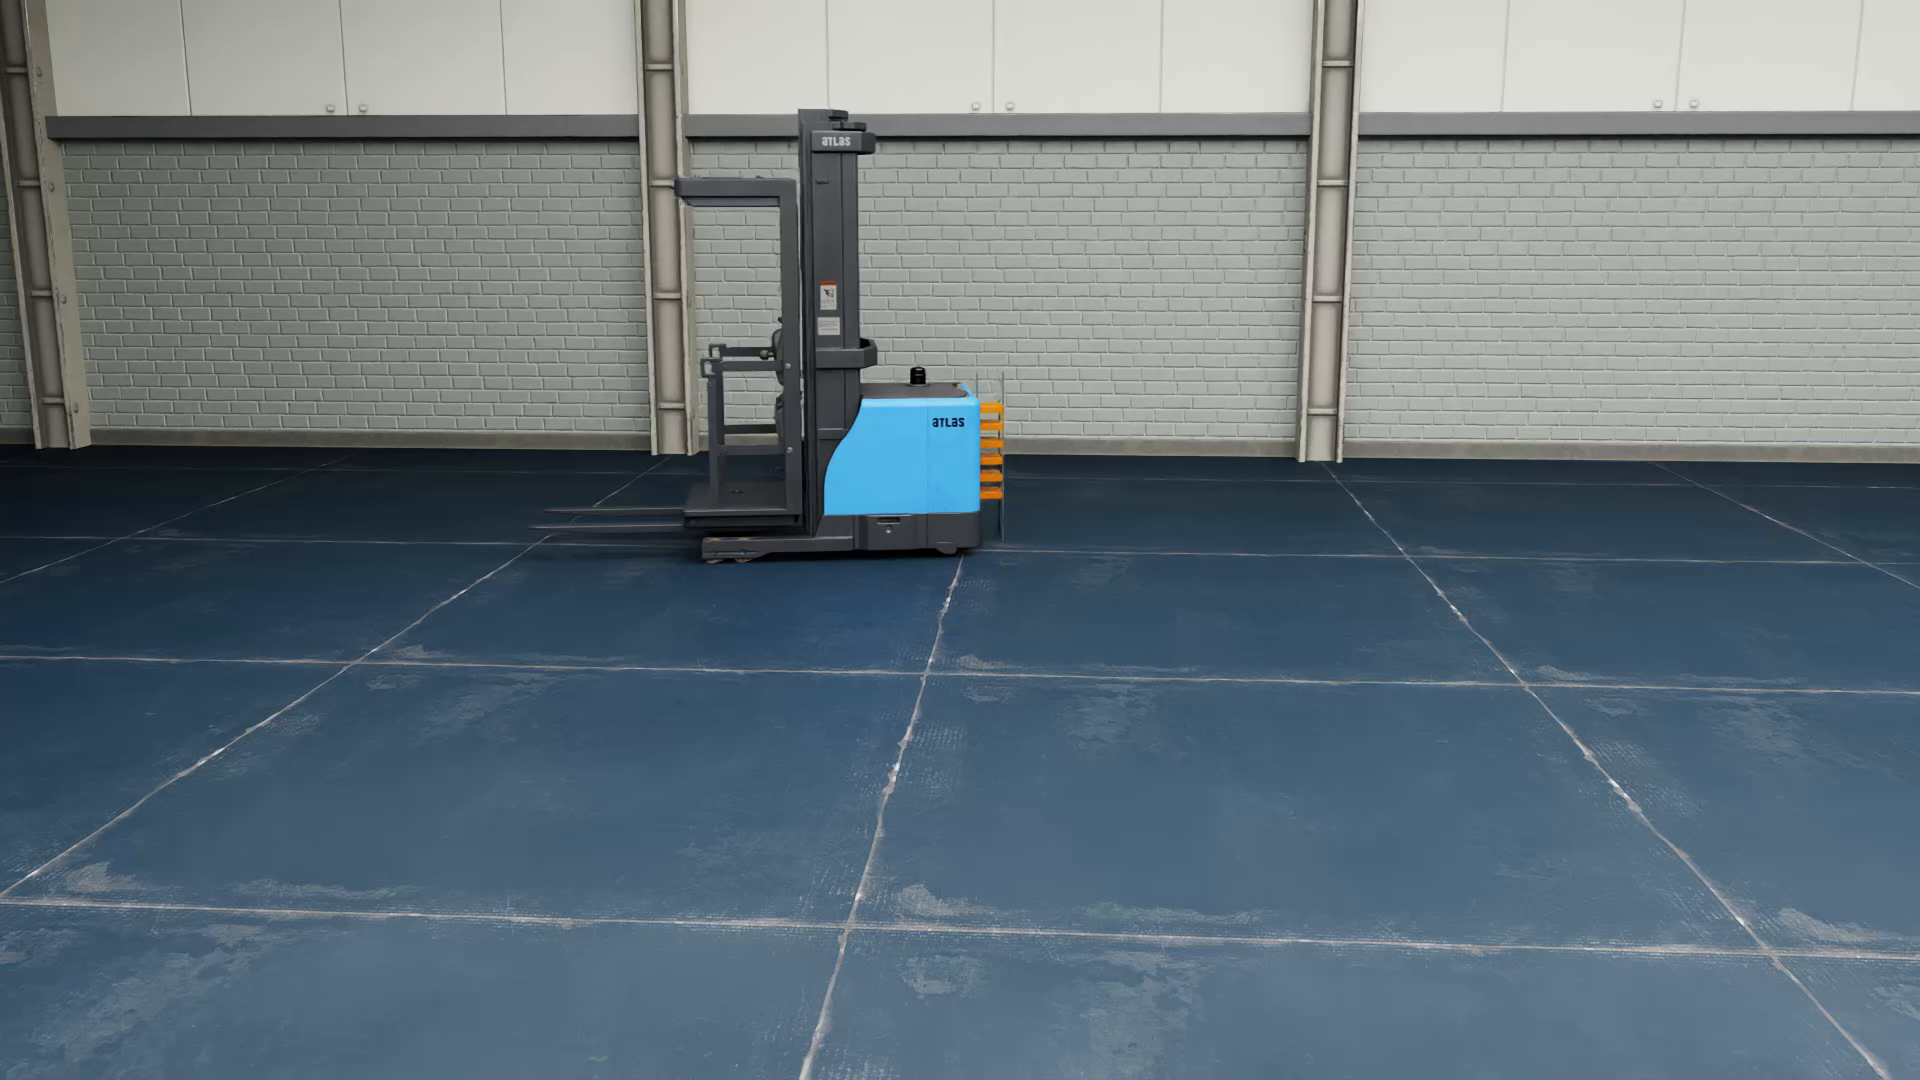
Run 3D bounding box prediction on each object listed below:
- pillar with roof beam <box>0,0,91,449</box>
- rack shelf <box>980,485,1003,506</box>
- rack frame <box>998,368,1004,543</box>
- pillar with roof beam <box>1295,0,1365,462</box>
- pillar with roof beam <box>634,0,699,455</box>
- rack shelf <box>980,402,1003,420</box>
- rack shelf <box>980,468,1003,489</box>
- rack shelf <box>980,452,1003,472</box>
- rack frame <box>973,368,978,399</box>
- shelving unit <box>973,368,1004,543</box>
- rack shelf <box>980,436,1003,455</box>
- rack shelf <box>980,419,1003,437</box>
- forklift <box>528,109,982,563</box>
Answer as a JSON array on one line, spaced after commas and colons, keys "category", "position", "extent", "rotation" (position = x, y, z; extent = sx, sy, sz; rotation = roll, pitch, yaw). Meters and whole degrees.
[{"category": "pillar with roof beam", "position": [-8.960, -4.432, 10.976], "extent": [0.400, 9.000, 9.100], "rotation": [1, 12, 4]}, {"category": "rack shelf", "position": [0.198, -0.314, 11.727], "extent": [0.180, 0.103, 0.258], "rotation": [-1, 12, -5]}, {"category": "rack frame", "position": [0.289, -0.594, 11.678], "extent": [0.006, 1.200, 0.240], "rotation": [-1, 12, -5]}, {"category": "pillar with roof beam", "position": [3.013, -4.268, 10.191], "extent": [0.400, 9.000, 9.100], "rotation": [1, 12, 4]}, {"category": "pillar with roof beam", "position": [-2.974, -4.350, 10.584], "extent": [0.400, 9.000, 9.100], "rotation": [1, 12, 4]}, {"category": "rack shelf", "position": [0.198, -0.901, 11.605], "extent": [0.180, 0.103, 0.258], "rotation": [-1, 12, -5]}, {"category": "rack shelf", "position": [0.198, -0.431, 11.703], "extent": [0.180, 0.103, 0.258], "rotation": [-1, 12, -5]}, {"category": "rack shelf", "position": [0.198, -0.549, 11.678], "extent": [0.180, 0.103, 0.258], "rotation": [-1, 12, -5]}, {"category": "rack frame", "position": [0.107, -0.591, 11.661], "extent": [0.006, 1.200, 0.240], "rotation": [-1, 12, -5]}, {"category": "shelving unit", "position": [0.198, -0.592, 11.669], "extent": [0.189, 1.200, 0.258], "rotation": [-1, 12, -5]}, {"category": "rack shelf", "position": [0.198, -0.666, 11.654], "extent": [0.180, 0.103, 0.258], "rotation": [-1, 12, -5]}, {"category": "rack shelf", "position": [0.198, -0.784, 11.629], "extent": [0.180, 0.103, 0.258], "rotation": [-1, 12, -5]}, {"category": "forklift", "position": [-1.400, -1.393, 11.269], "extent": [3.031, 2.935, 1.130], "rotation": [-1, 12, -5]}]
